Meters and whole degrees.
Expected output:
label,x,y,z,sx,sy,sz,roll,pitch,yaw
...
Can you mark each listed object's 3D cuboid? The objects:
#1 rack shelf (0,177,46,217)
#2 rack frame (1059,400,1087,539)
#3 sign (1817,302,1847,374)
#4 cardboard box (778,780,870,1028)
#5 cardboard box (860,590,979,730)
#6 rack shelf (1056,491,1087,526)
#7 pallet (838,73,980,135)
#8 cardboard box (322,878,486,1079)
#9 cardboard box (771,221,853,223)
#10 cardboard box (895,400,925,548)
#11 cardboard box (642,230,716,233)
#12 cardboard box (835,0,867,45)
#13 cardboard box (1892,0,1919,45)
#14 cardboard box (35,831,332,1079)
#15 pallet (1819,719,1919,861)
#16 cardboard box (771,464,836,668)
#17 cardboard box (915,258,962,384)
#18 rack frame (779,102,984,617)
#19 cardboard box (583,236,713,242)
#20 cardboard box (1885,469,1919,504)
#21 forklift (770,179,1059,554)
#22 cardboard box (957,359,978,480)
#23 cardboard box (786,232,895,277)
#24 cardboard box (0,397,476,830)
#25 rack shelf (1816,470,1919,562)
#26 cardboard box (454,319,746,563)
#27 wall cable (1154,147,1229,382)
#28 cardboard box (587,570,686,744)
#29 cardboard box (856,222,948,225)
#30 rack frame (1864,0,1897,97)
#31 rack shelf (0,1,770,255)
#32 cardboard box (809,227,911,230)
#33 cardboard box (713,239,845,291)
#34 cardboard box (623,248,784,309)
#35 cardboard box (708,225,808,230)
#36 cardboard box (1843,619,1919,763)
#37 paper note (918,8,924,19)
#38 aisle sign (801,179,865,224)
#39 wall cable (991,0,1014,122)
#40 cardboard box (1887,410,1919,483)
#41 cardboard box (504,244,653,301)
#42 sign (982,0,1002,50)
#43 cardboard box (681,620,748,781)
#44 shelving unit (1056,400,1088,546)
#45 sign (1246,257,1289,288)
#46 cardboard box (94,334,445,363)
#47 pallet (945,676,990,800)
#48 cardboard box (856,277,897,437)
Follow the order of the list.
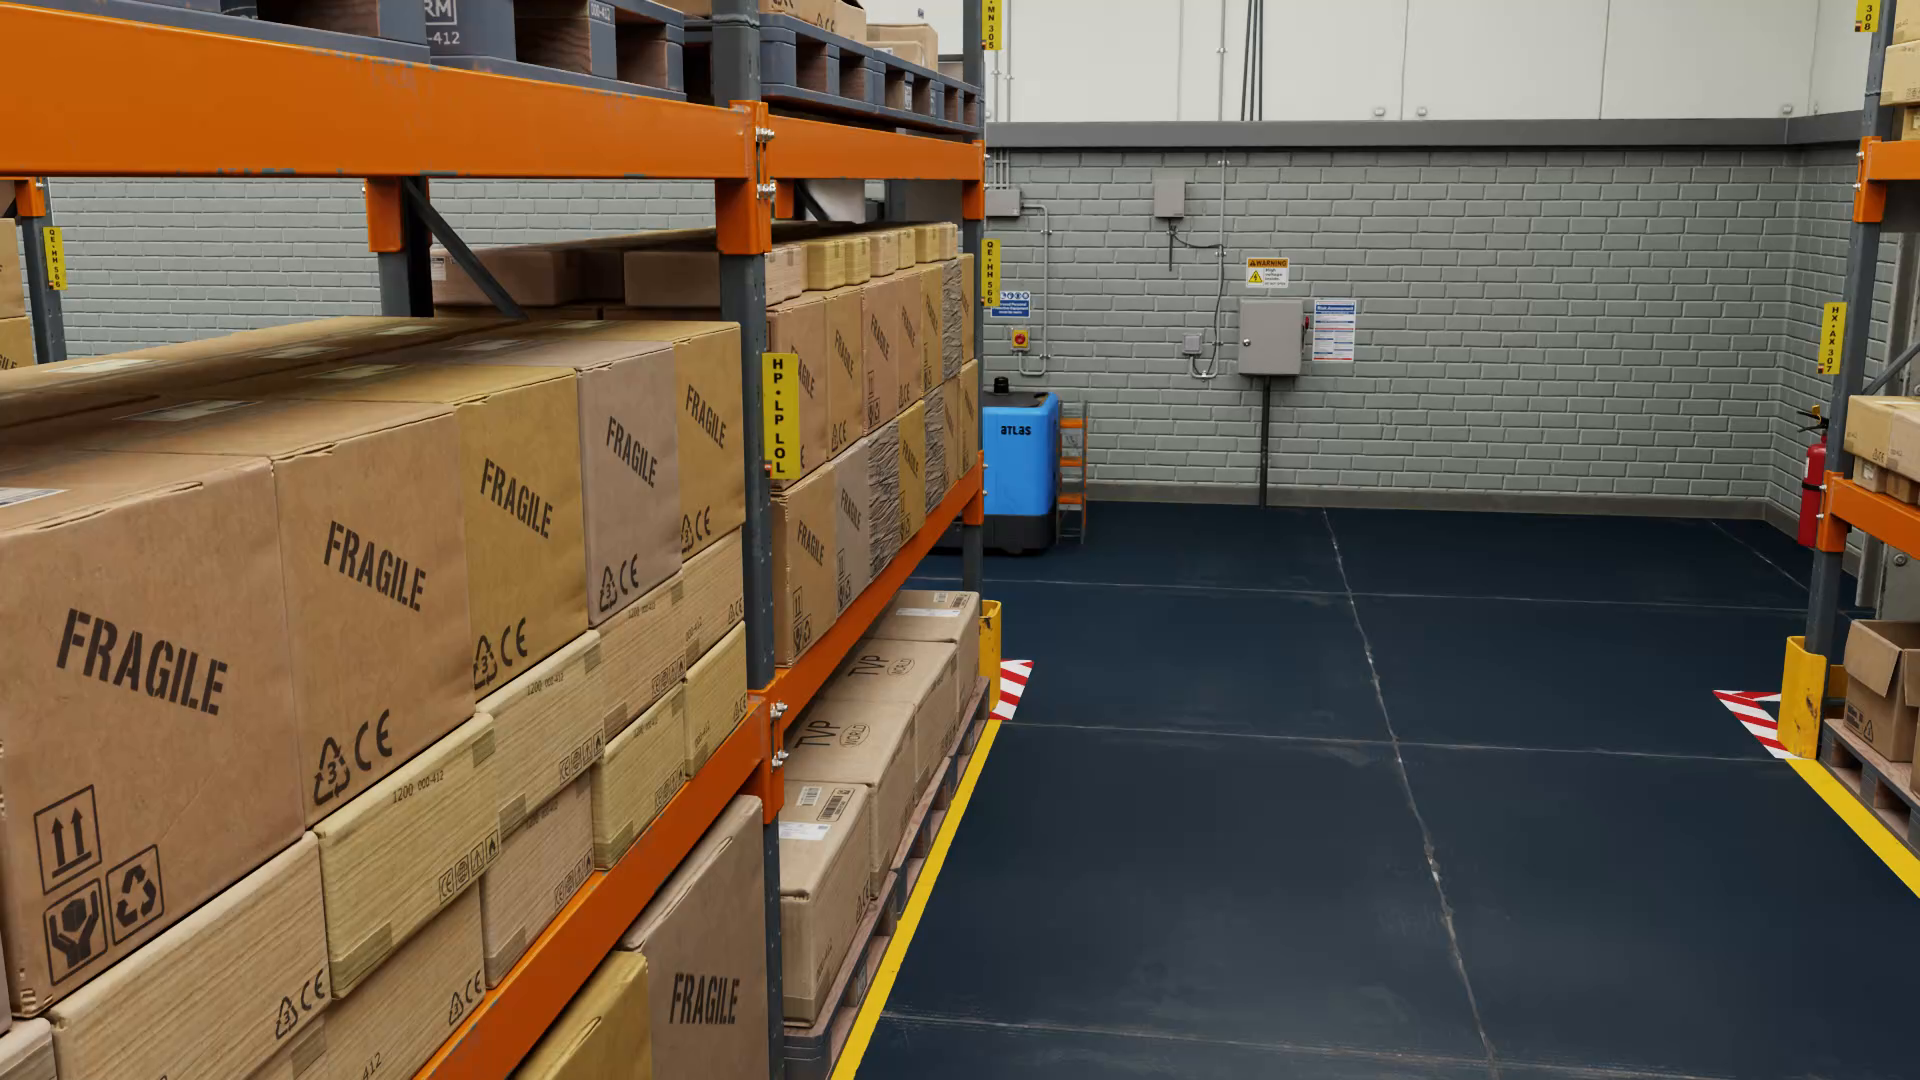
label,x,y,z,sx,sy,sz,roll,pitch,yaw
rack shelf,-5.601,-1.477,6.814,1.077,0.370,4.000,2,12,9
rack frame,0.844,-0.525,12.437,0.200,1.050,0.008,2,12,7
sign,3.982,-0.920,7.587,0.100,0.325,0.005,2,12,9
cardboard box,-0.800,1.113,5.292,0.875,0.438,0.875,2,12,8
cardboard box,-0.390,0.549,7.913,0.875,0.438,0.875,1,12,7
rack shelf,0.829,-0.217,12.380,0.215,0.259,0.240,2,12,7
pallet,-0.491,-1.907,7.315,1.003,0.211,1.213,2,12,9
cardboard box,-1.073,0.686,2.544,0.500,0.250,0.500,2,12,9
cardboard box,-0.715,-1.429,7.854,0.380,0.149,0.250,2,12,10
cardboard box,-0.428,-0.260,6.342,0.500,0.500,0.500,2,12,10
cardboard box,-0.995,-1.108,6.362,0.380,0.149,0.250,2,12,7
cardboard box,-0.667,-2.006,6.540,0.500,0.311,0.500,2,12,10
cardboard box,4.202,-2.178,6.822,0.500,0.250,0.500,2,12,8
cardboard box,-1.126,0.547,2.006,0.500,0.250,0.500,2,12,8
pallet,4.385,1.066,7.047,1.003,0.211,1.213,2,12,9
cardboard box,-0.671,0.055,4.879,0.500,0.500,0.500,2,12,11
cardboard box,-0.277,-0.959,7.213,0.500,0.500,0.500,2,12,9
rack frame,-0.387,-0.639,8.339,1.000,3.000,0.127,2,12,9
cardboard box,-1.049,-0.945,5.609,0.380,0.149,0.250,2,12,8
cardboard box,4.203,-0.242,7.094,0.380,0.149,0.250,2,12,10
forklift,-0.802,-1.451,12.268,3.031,2.935,1.130,2,12,8
cardboard box,-0.200,-0.579,7.823,0.500,0.500,0.500,2,12,9
cardboard box,-0.444,-1.035,6.026,0.380,0.149,0.250,2,12,9
cardboard box,-1.057,0.078,2.401,0.500,0.500,0.500,2,12,10
rack shelf,4.211,0.289,5.741,1.077,0.370,4.000,2,12,9
cardboard box,-0.823,-0.243,3.891,0.500,0.500,0.500,2,12,10
wall cable,1.860,-2.267,13.481,0.588,1.984,0.122,2,12,9
cardboard box,-0.899,0.226,3.493,0.500,0.250,0.500,2,12,10
cardboard box,-0.260,-1.359,7.530,0.380,0.149,0.250,2,12,10
rack frame,4.518,-3.412,6.965,1.000,3.000,0.127,2,12,9
rack shelf,-1.310,-0.505,2.304,1.077,0.370,4.000,2,12,9
cardboard box,-0.406,-1.199,6.789,0.380,0.149,0.250,2,12,8
cardboard box,-0.577,-0.877,5.292,0.380,0.149,0.250,2,12,8
cardboard box,-0.697,-0.719,4.557,0.380,0.149,0.250,2,12,8
cardboard box,-0.861,-1.266,7.099,0.380,0.149,0.250,1,12,7
cardboard box,4.331,0.660,7.239,0.797,0.503,0.637,1,12,6
paper note,-0.135,-1.857,5.862,0.006,0.032,0.123,2,12,9
aisle sign,-0.662,-1.934,8.179,0.394,0.787,0.004,2,12,9
wall cable,0.209,-4.765,13.244,0.463,3.000,0.029,2,12,9
cardboard box,4.105,-0.361,6.697,0.500,0.250,0.500,2,12,9
cardboard box,-1.121,-0.787,4.875,0.380,0.149,0.250,2,12,10
sign,0.147,-2.479,7.844,0.100,0.325,0.005,2,12,9
cardboard box,-0.822,0.368,4.020,0.500,0.250,0.500,2,12,7
shelving unit,0.829,-0.499,12.319,0.215,1.050,0.252,2,12,7
sign,2.488,-2.164,13.454,0.339,0.242,0.001,2,12,9
cardboard box,-1.405,-0.155,3.483,0.500,0.500,0.500,2,12,8
pallet,-0.433,0.893,7.849,1.003,0.211,1.213,2,12,9
cardboard box,-0.516,-0.647,5.764,0.500,0.500,0.500,2,12,10
